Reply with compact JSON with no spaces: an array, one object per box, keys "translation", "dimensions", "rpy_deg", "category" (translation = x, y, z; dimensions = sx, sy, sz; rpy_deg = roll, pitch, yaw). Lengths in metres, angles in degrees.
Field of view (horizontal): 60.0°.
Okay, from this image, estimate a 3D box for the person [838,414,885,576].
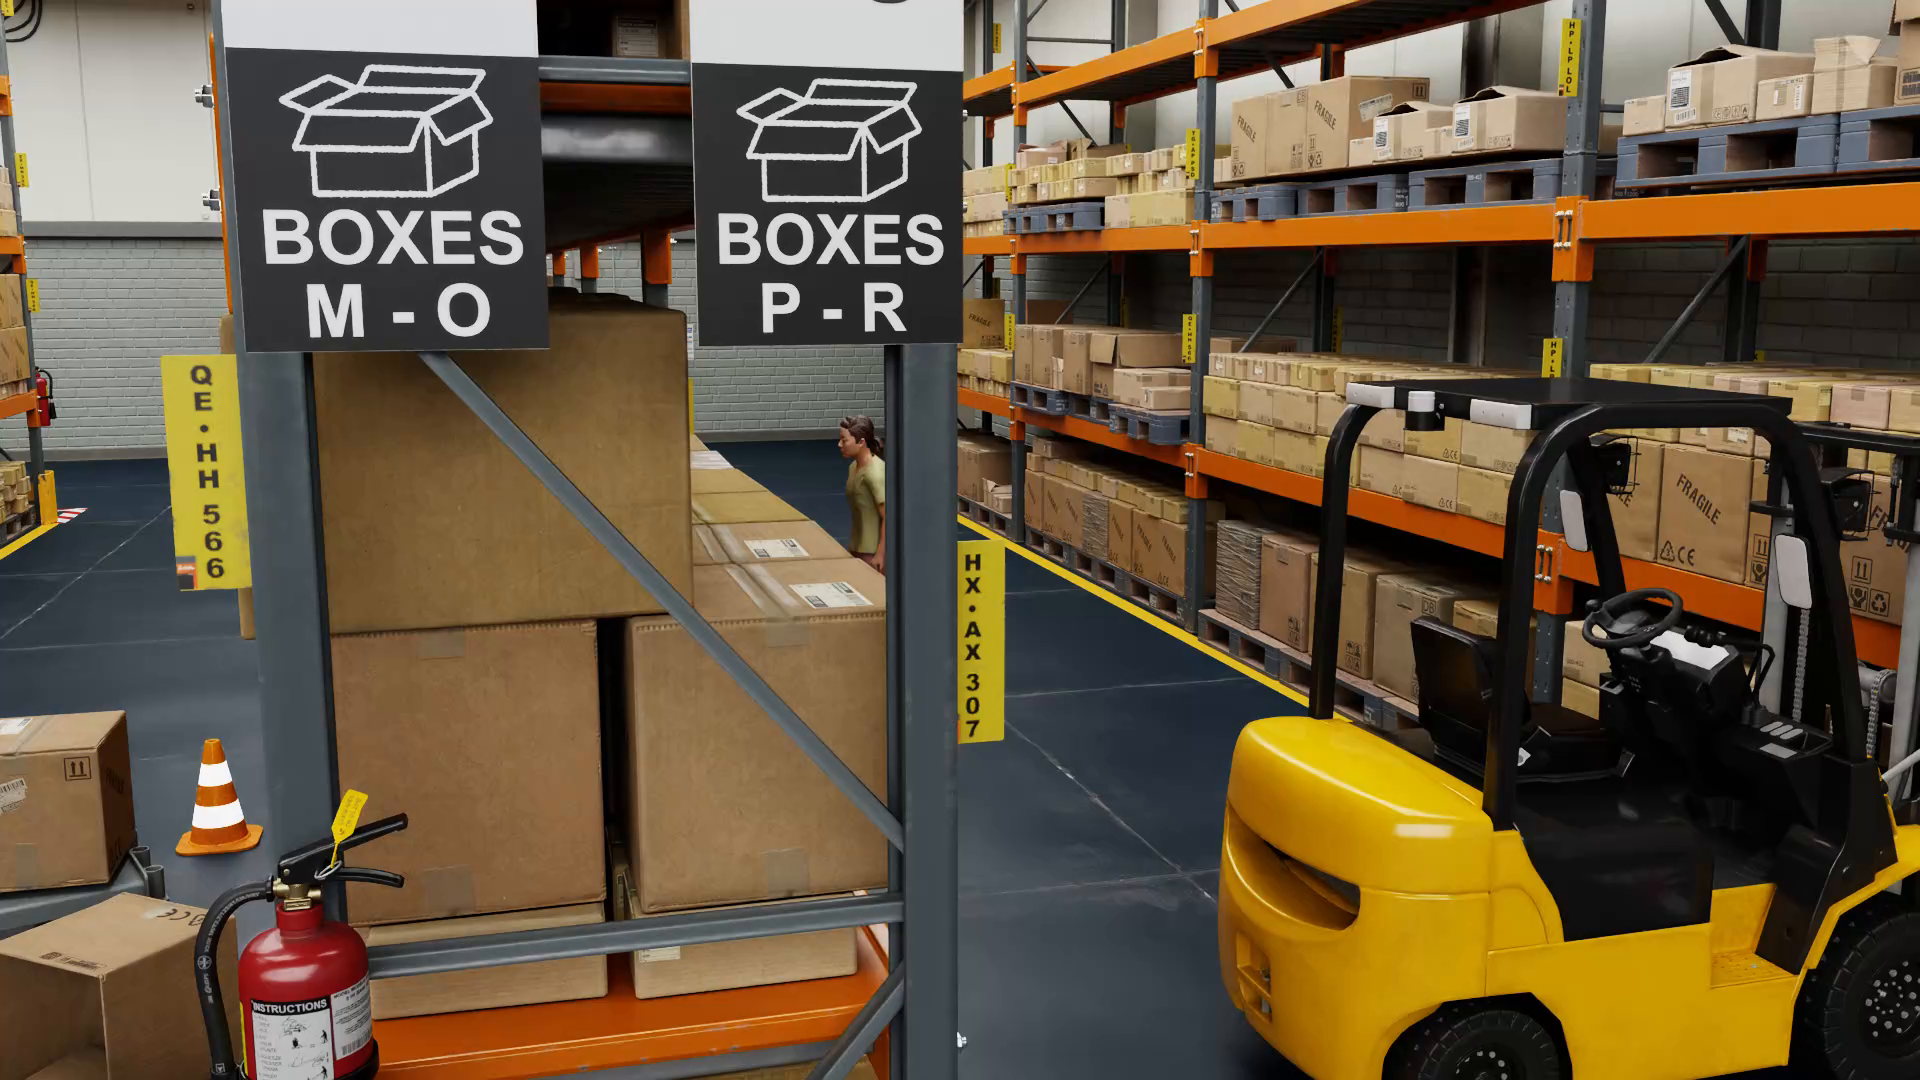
[{"translation":[-0.565,0.085,9.869],"dimensions":[0.366,1.671,0.521],"rpy_deg":[-3,10,-19],"category":"person"}]
